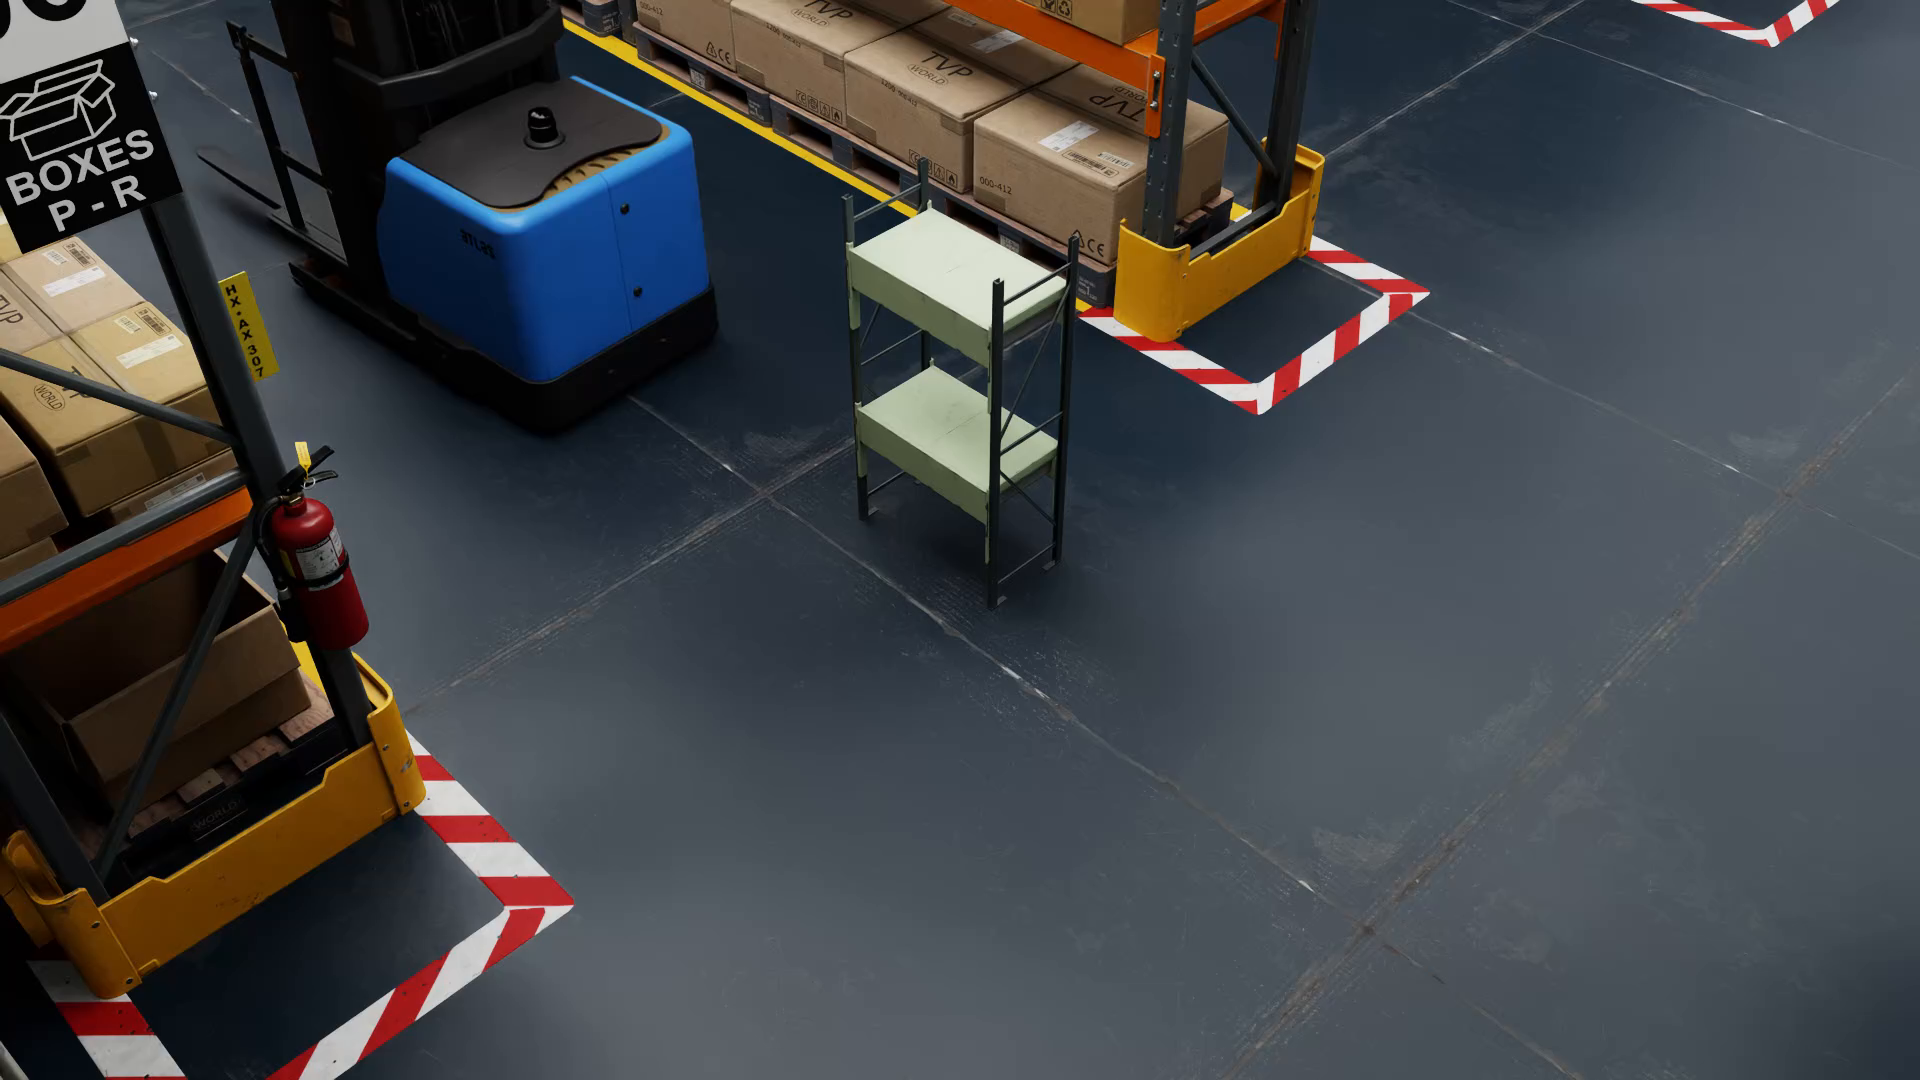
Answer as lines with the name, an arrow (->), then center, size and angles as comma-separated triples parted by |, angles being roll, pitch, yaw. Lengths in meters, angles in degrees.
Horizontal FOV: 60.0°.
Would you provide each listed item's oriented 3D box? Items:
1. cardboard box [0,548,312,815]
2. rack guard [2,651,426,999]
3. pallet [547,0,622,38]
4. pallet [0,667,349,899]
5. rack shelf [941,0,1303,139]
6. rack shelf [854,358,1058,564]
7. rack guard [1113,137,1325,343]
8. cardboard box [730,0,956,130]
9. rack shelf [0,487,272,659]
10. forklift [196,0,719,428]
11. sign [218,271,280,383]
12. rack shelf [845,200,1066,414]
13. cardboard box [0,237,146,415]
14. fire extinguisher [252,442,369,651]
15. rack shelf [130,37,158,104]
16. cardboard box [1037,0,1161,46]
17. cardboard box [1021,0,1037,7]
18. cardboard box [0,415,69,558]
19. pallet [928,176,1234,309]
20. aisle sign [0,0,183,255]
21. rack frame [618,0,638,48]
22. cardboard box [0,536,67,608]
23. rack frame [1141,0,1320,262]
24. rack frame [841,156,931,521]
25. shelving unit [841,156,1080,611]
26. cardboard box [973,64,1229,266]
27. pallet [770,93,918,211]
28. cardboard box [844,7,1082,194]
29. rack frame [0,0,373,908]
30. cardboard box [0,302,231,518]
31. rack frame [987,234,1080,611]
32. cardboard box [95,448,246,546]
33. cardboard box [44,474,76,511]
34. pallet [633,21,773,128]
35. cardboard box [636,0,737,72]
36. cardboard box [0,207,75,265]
cardboard box -> -2.663, 0.438, 5.541 | 0.637, 0.503, 0.797 | 32, 52, 30
rack guard -> -2.352, 0.896, 5.357 | 1.175, 0.500, 0.348 | -34, 53, -31
pallet -> -2.210, -3.599, 10.434 | 1.003, 0.211, 1.213 | -34, 53, -31
pallet -> -2.916, 0.620, 5.869 | 1.003, 0.211, 1.213 | -34, 53, -31
rack shelf -> -0.199, -3.063, 8.329 | 1.077, 0.370, 4.000 | -34, 53, -31
rack shelf -> -0.005, -0.315, 6.410 | 0.431, 0.370, 0.720 | -34, 53, -31
rack guard -> 1.230, -1.437, 7.881 | 1.175, 0.500, 0.348 | -34, 53, -31
cardboard box -> -0.612, -2.718, 9.005 | 0.875, 0.438, 0.875 | 33, 52, 30
rack shelf -> -3.711, -0.682, 5.753 | 1.077, 0.370, 4.000 | -34, 53, -31
forklift -> -2.556, -2.411, 7.144 | 3.031, 2.935, 1.130 | 30, 51, 29
sign -> -1.915, -0.564, 4.457 | 0.100, 0.325, 0.005 | -34, 53, -31
rack shelf -> -0.005, -0.841, 5.924 | 0.431, 0.370, 0.720 | -34, 53, -31
cardboard box -> -2.784, -0.629, 5.056 | 0.500, 0.250, 0.500 | -34, 52, -31
fire extinguisher -> -1.867, 0.029, 4.785 | 0.296, 0.674, 0.183 | -34, 53, -31
rack shelf -> -3.711, -1.784, 4.735 | 1.077, 0.370, 4.000 | -34, 53, -31
cardboard box -> 0.685, -2.508, 7.125 | 0.500, 0.500, 0.500 | -34, 52, -31
cardboard box -> 0.341, -2.756, 7.394 | 0.500, 0.500, 0.500 | 33, 52, 31
cardboard box -> -2.811, -0.134, 4.520 | 0.500, 0.250, 0.500 | -33, 52, -30
pallet -> 0.593, -1.689, 8.367 | 1.003, 0.211, 1.213 | -34, 53, -31
aisle sign -> -2.043, -1.048, 3.703 | 0.394, 0.787, 0.004 | -34, 53, -31
rack frame -> -1.612, -4.288, 9.125 | 1.000, 3.000, 0.127 | -34, 53, -31
cardboard box -> -2.723, 0.076, 4.587 | 0.250, 0.149, 0.380 | 34, 52, 31
rack frame -> 1.213, -2.366, 7.045 | 1.000, 3.000, 0.127 | -34, 53, -31
rack frame -> -0.263, -0.730, 6.379 | 0.400, 1.500, 0.023 | -34, 53, -31
shelving unit -> -0.005, -0.554, 6.189 | 0.431, 1.500, 0.755 | -34, 53, -31
cardboard box -> 0.676, -1.849, 8.064 | 0.875, 0.438, 0.875 | 32, 52, 30
pallet -> -0.264, -2.275, 9.001 | 1.003, 0.211, 1.213 | -34, 53, -31
cardboard box -> 0.024, -2.284, 8.535 | 0.875, 0.438, 0.875 | -33, 52, -30
rack frame -> -2.299, 0.014, 4.469 | 1.000, 3.000, 0.127 | -34, 53, -31
cardboard box -> -2.428, -0.387, 4.794 | 0.500, 0.250, 0.500 | -34, 52, -31
rack frame -> 0.254, -0.378, 5.999 | 0.400, 1.500, 0.023 | -34, 53, -31
cardboard box -> -2.337, -0.183, 4.867 | 0.250, 0.149, 0.380 | 34, 52, 31
cardboard box -> -2.549, -0.283, 4.976 | 0.380, 0.149, 0.250 | -33, 52, -30
pallet -> -1.130, -2.861, 9.636 | 1.003, 0.211, 1.213 | -34, 53, -31
cardboard box -> -1.244, -3.148, 9.470 | 0.875, 0.438, 0.875 | 33, 52, 31
cardboard box -> -3.145, -0.871, 5.318 | 0.500, 0.250, 0.500 | 33, 52, 31
